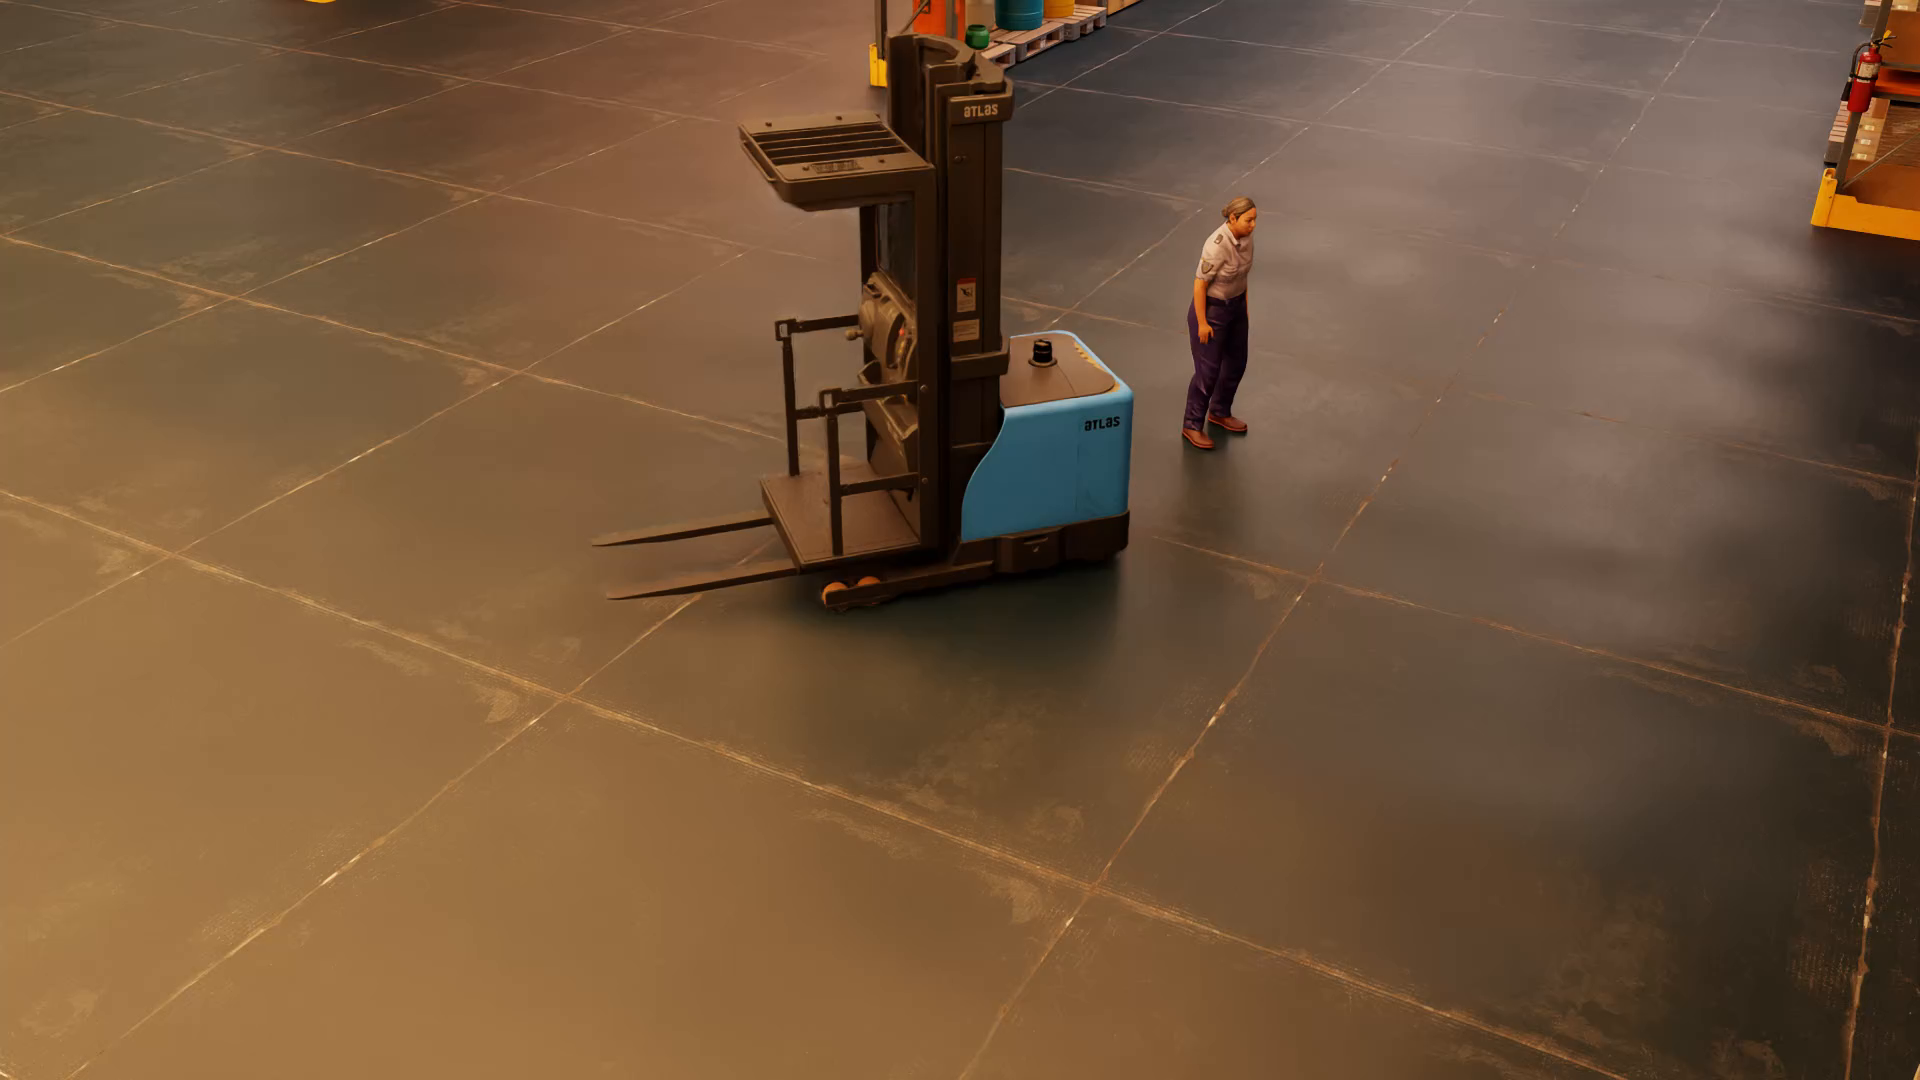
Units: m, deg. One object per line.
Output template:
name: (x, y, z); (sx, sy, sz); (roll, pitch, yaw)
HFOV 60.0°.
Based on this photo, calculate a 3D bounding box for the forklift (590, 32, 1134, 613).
forklift: (-0.584, -1.160, 9.080); (3.031, 2.935, 1.130); (-10, 31, -16)

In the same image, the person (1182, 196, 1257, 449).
person: (1.707, -1.457, 10.879); (0.369, 1.650, 0.555); (27, 39, 38)
